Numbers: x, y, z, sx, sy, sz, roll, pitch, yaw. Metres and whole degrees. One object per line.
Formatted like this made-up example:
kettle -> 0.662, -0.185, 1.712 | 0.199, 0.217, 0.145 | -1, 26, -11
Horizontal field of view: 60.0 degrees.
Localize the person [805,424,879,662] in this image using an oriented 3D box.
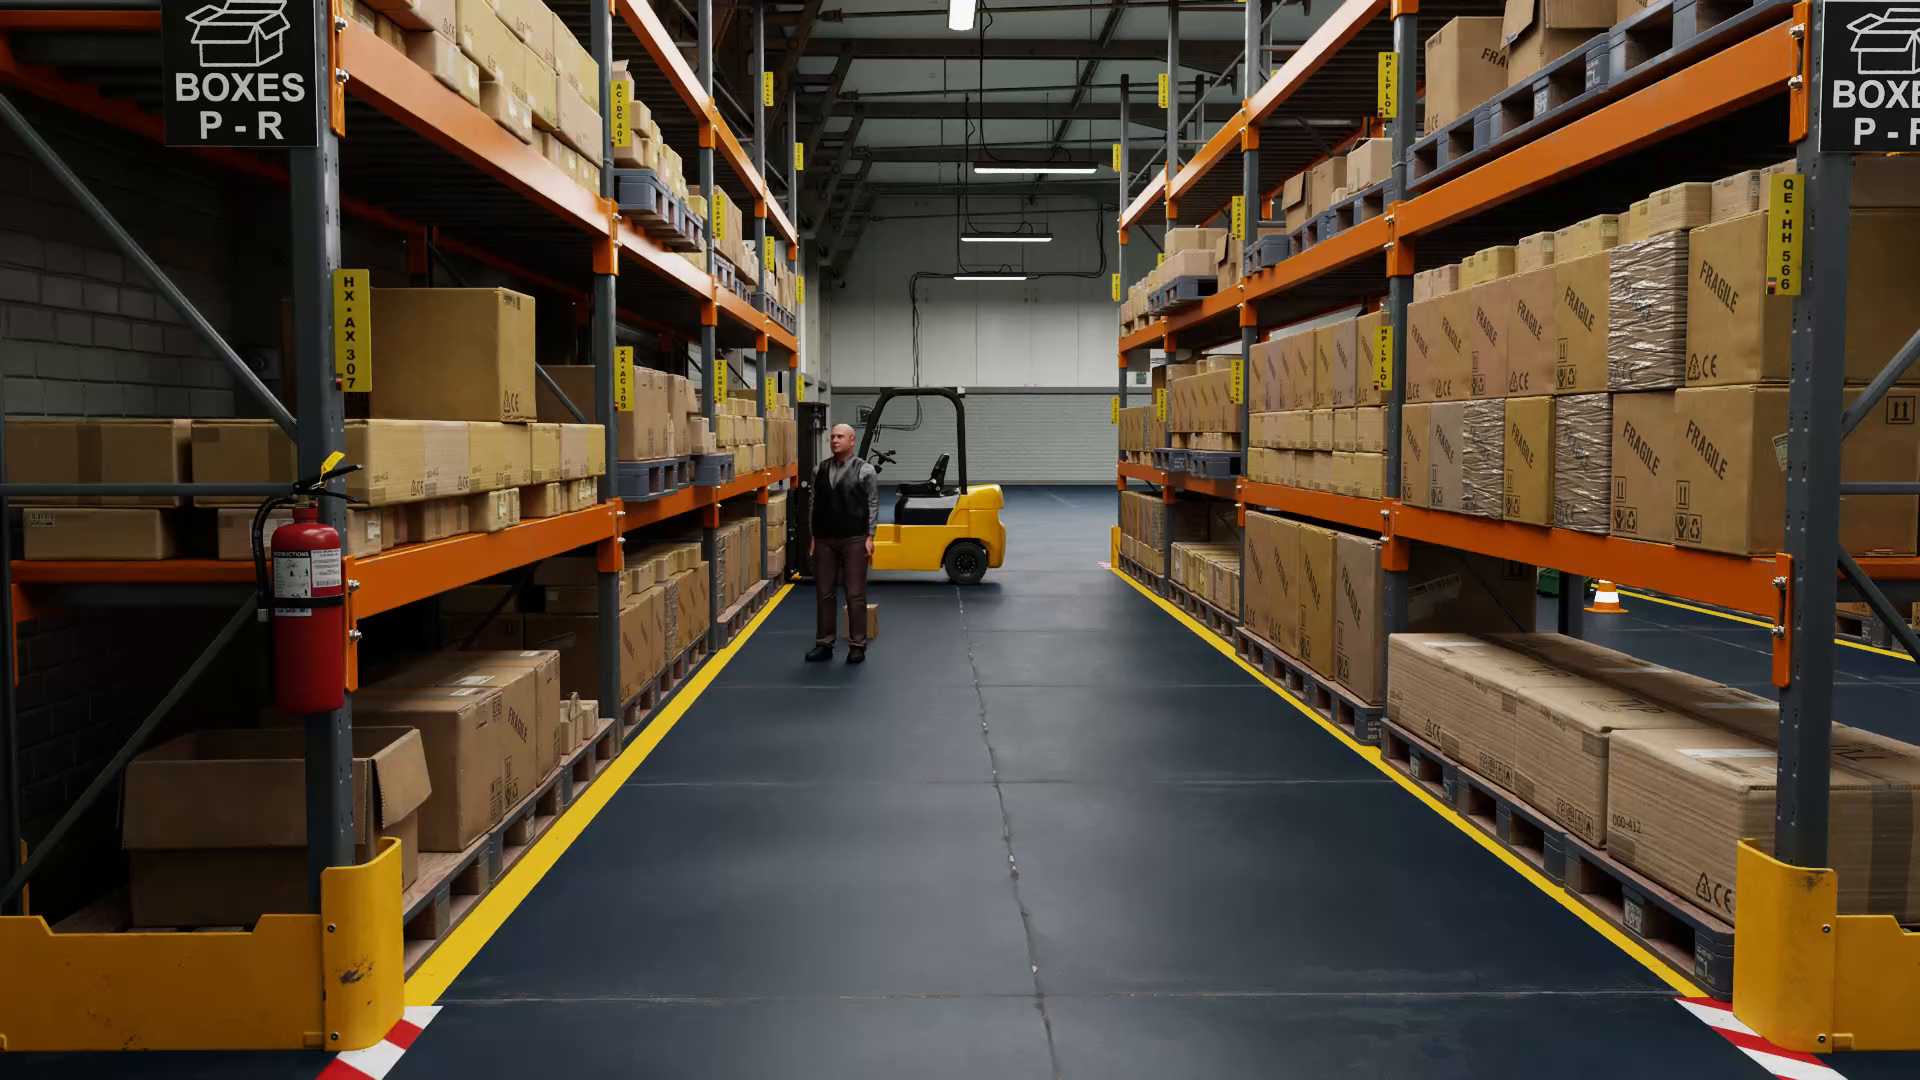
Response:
person -> -0.861, 0.018, 12.120 | 0.527, 1.725, 0.356 | 1, 4, 16
